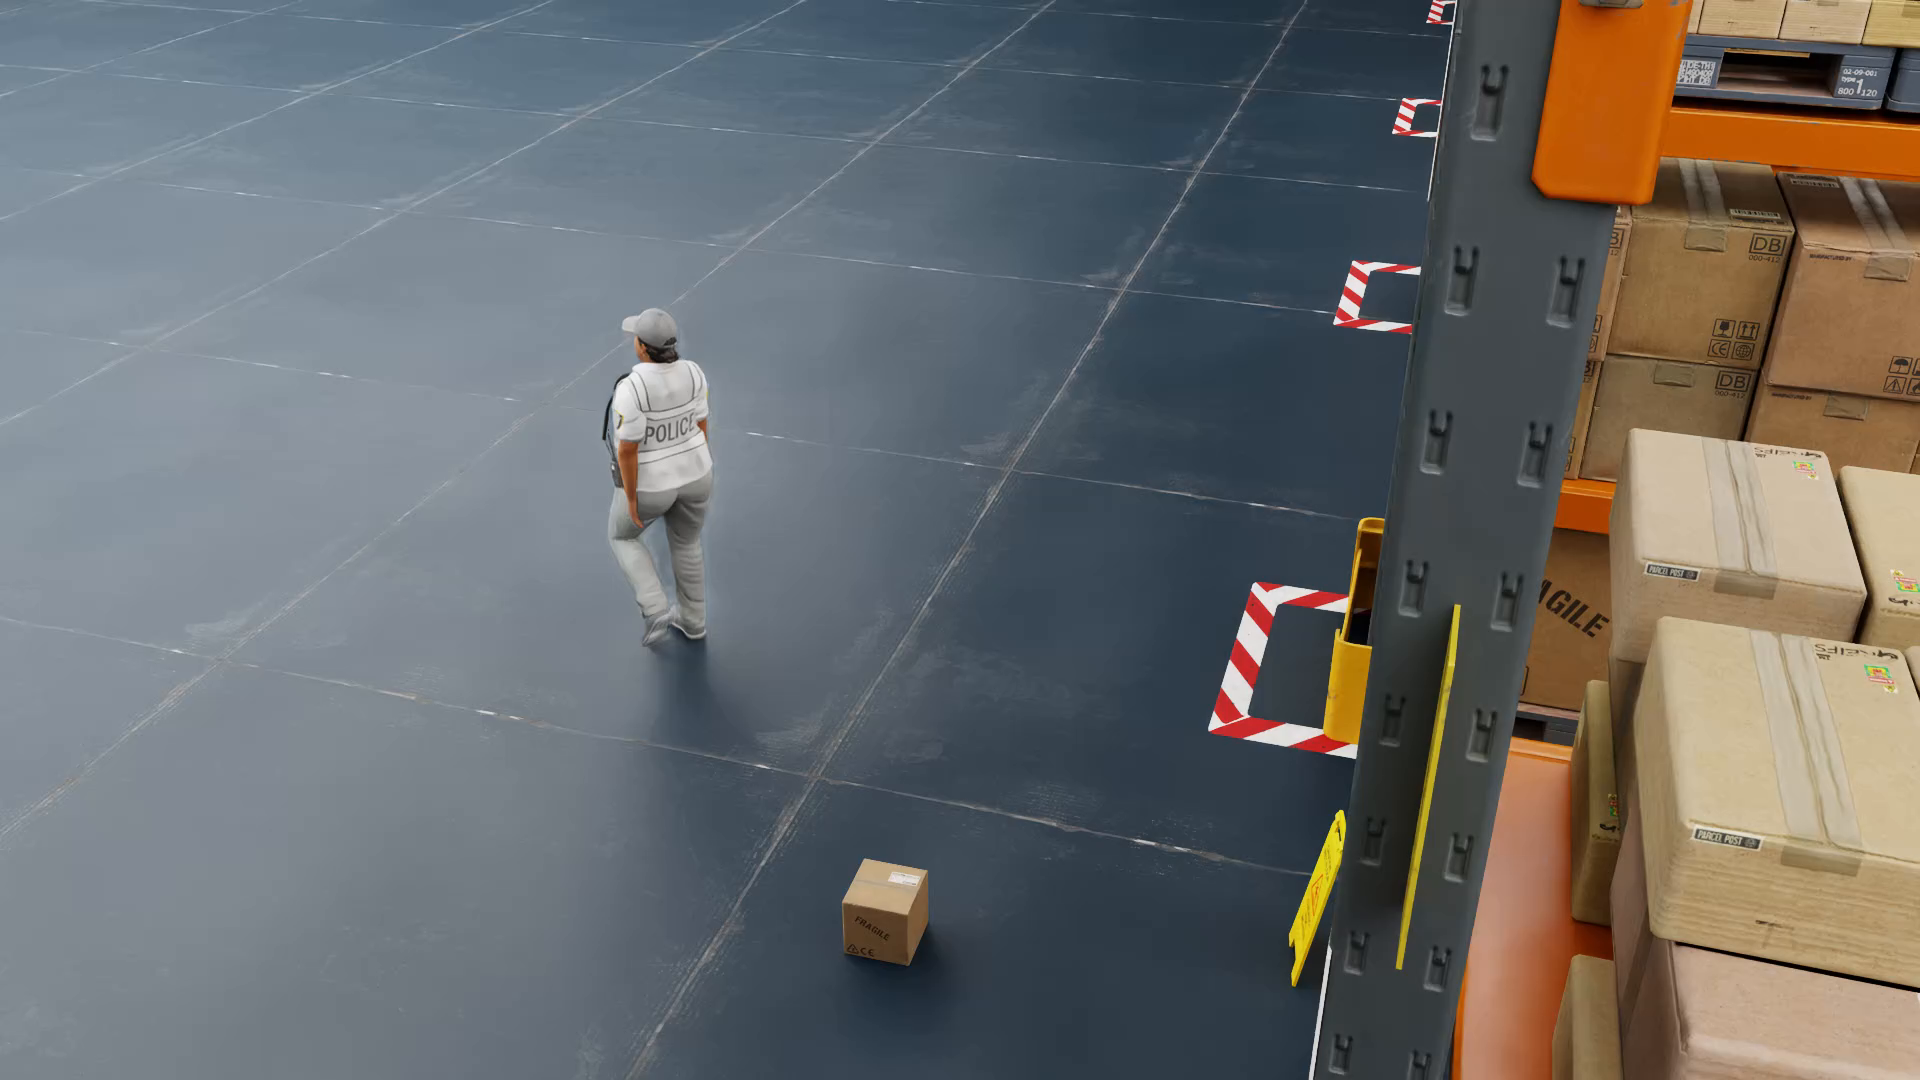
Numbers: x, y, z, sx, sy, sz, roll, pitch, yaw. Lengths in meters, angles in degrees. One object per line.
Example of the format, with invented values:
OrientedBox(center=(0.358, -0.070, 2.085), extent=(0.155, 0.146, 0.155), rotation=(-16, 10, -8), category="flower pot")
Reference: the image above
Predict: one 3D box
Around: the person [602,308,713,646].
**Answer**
OrientedBox(center=(-1.373, -0.281, 7.602), extent=(0.481, 1.680, 0.455), rotation=(-19, 35, -30), category="person")
